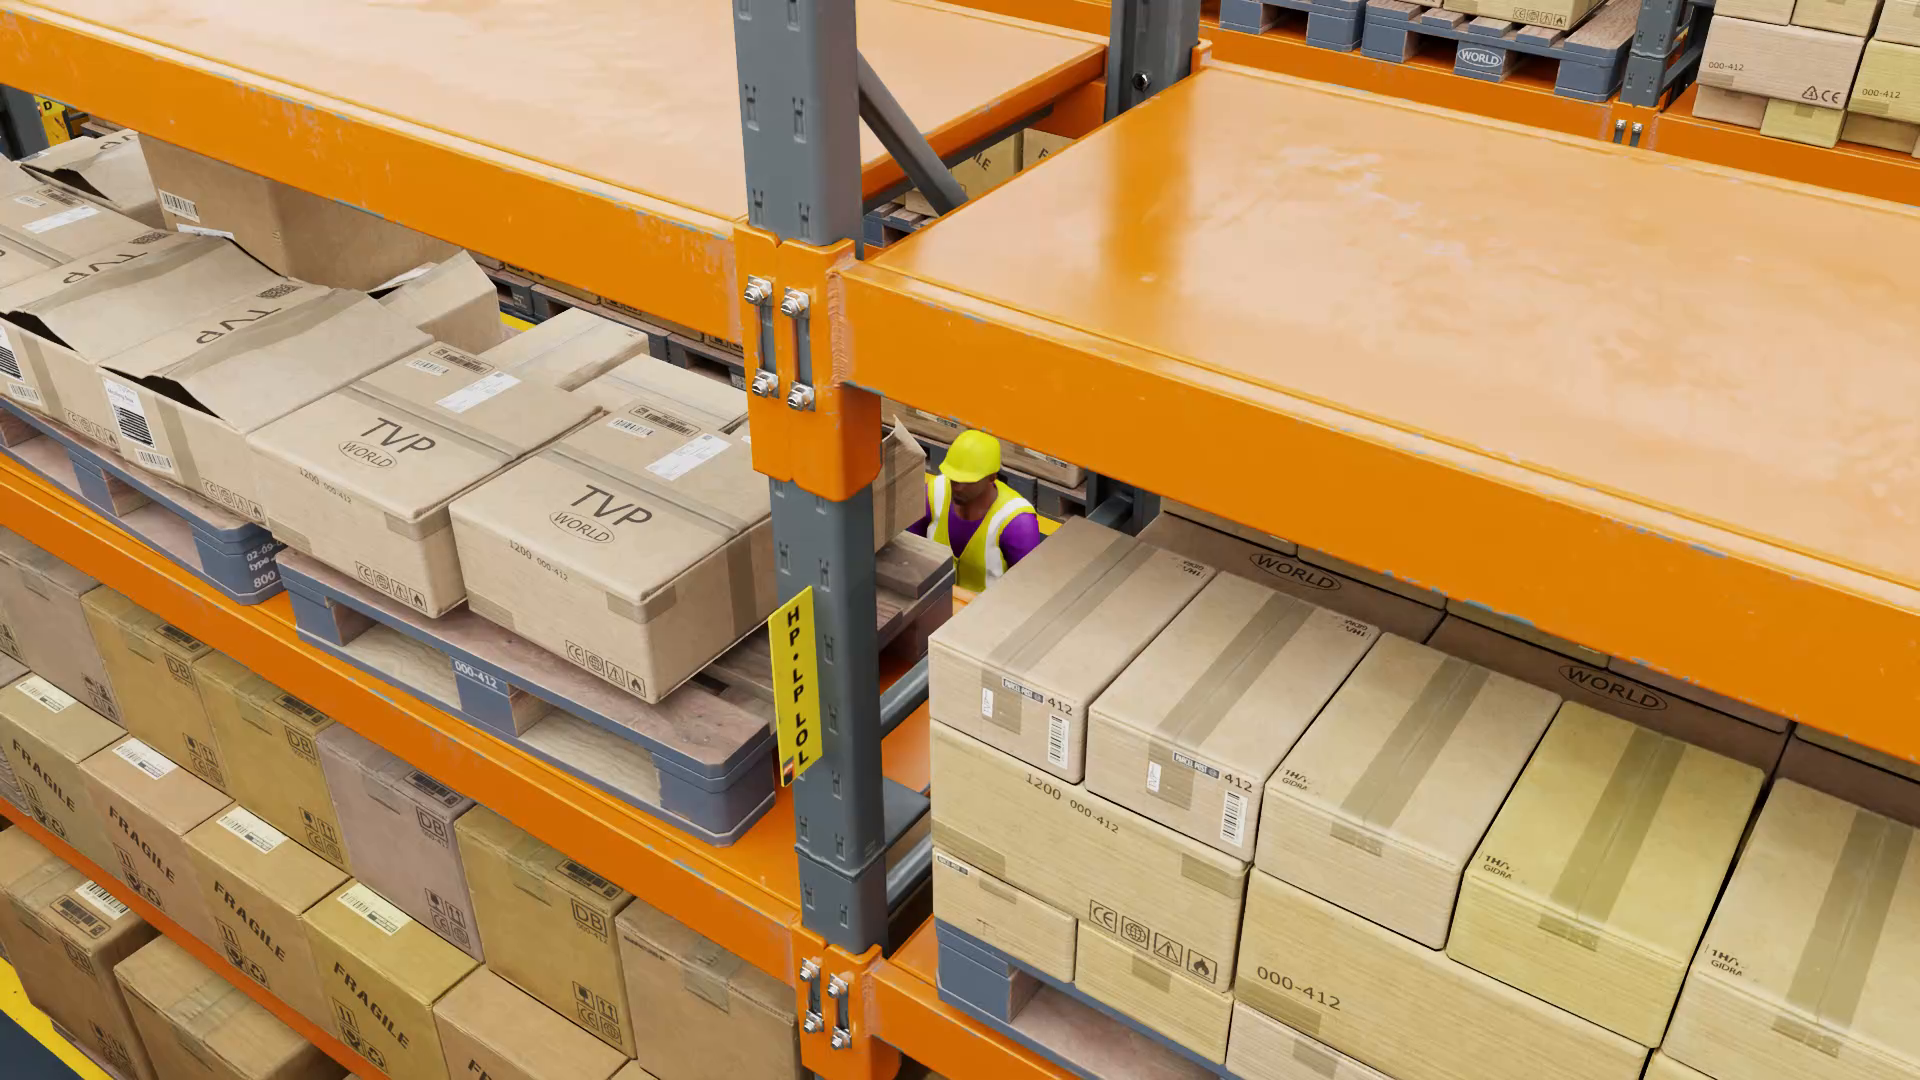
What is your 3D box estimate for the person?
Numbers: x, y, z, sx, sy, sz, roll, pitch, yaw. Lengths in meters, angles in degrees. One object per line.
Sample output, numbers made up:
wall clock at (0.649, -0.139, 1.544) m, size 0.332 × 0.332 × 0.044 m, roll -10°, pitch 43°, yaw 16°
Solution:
person at (0.003, 0.344, 6.793) m, size 0.636 × 1.764 × 0.554 m, roll 19°, pitch 39°, yaw 26°
